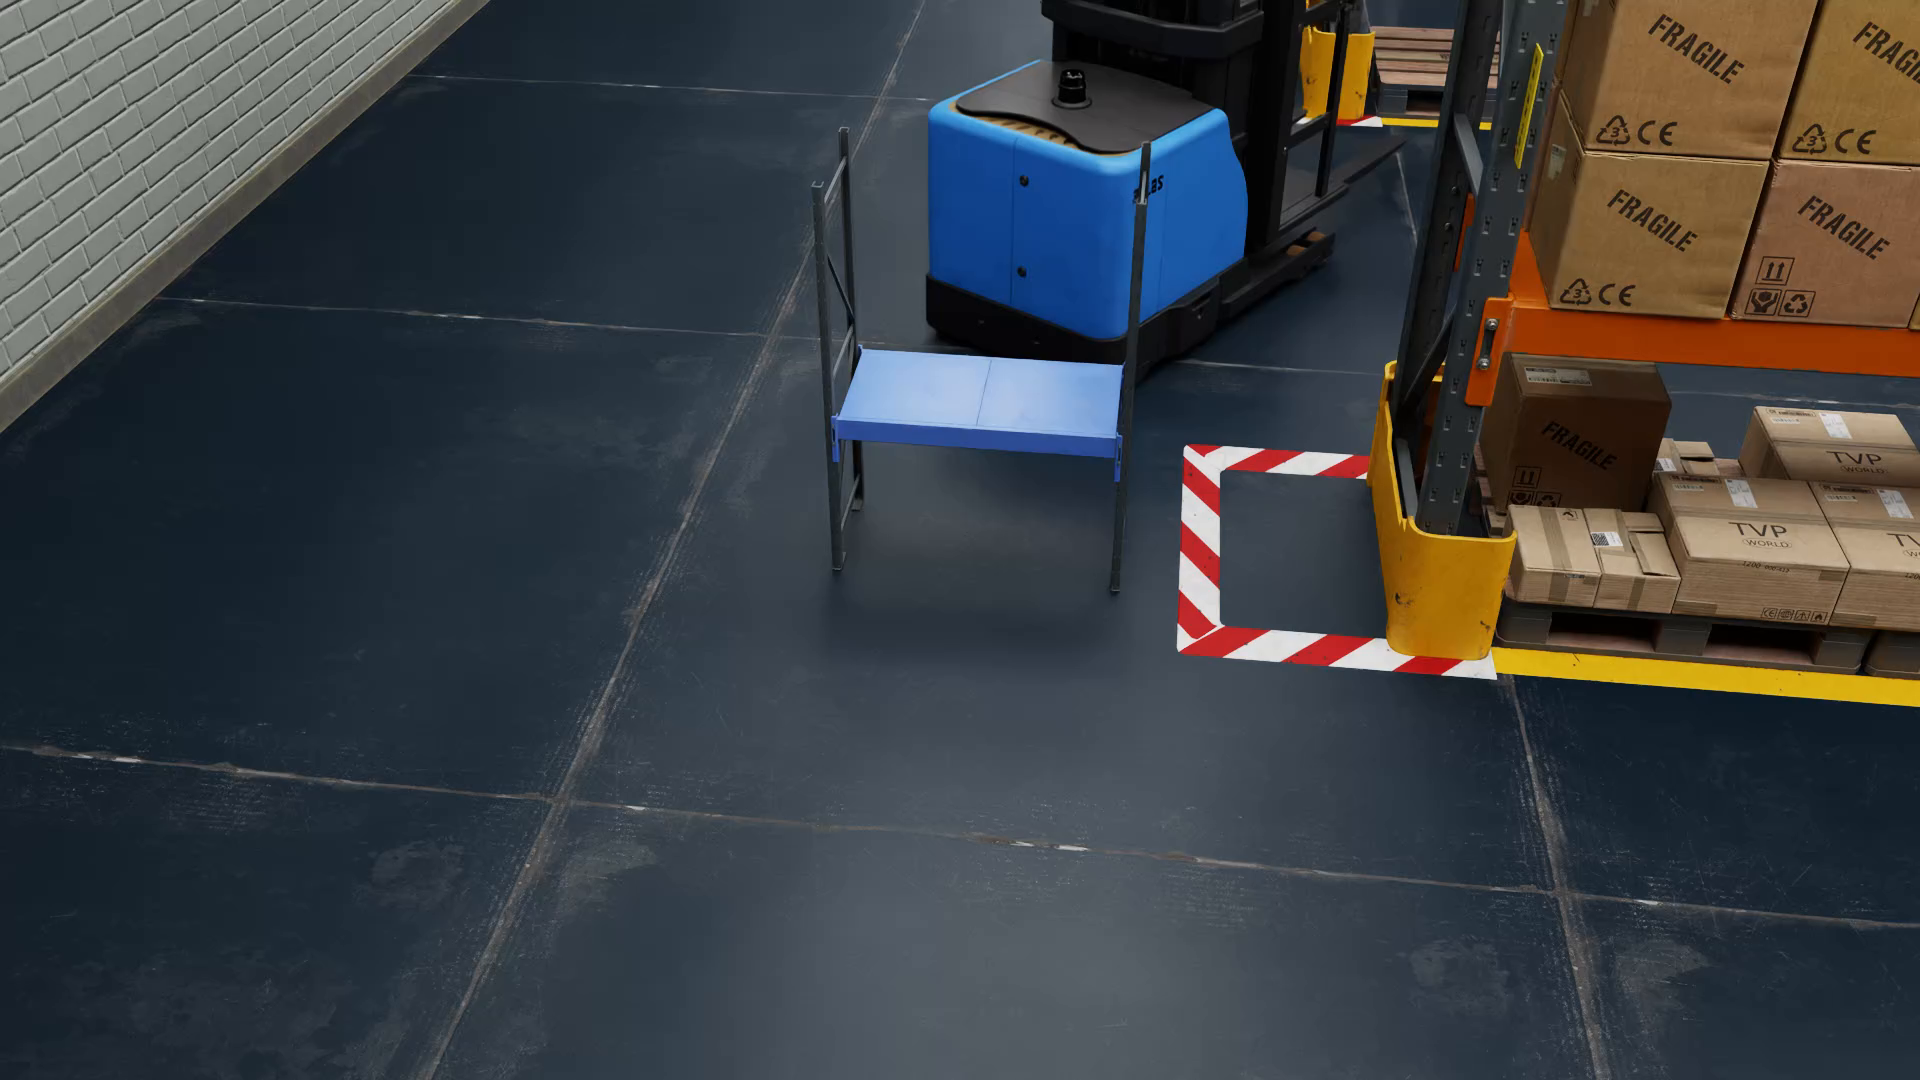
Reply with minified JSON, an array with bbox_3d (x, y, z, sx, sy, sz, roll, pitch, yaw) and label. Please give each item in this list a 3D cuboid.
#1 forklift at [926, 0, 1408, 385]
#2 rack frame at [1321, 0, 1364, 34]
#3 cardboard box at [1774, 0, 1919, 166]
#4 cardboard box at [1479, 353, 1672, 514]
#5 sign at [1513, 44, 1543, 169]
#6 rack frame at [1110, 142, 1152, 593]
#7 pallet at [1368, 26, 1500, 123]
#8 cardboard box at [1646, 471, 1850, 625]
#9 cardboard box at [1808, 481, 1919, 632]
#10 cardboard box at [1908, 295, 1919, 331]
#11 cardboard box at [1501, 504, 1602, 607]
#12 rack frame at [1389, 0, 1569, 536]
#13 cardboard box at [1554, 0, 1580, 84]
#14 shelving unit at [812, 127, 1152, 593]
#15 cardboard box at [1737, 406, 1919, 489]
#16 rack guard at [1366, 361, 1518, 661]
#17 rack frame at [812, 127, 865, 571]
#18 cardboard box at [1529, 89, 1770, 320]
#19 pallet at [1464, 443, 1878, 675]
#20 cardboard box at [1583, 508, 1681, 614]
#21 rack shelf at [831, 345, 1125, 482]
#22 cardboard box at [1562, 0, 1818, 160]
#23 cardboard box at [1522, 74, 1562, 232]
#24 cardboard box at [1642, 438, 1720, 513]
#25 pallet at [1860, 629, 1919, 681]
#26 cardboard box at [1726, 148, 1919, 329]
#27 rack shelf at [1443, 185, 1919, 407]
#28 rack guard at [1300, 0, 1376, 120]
[{"bbox_3d":[1.173,-2.607,7.380,1.130,2.935,3.031,26,43,31],"label":"forklift"},{"bbox_3d":[2.276,-4.013,9.291,0.127,3.000,1.000,4,36,6],"label":"rack frame"},{"bbox_3d":[2.567,-1.388,4.666,0.500,0.500,0.500,5,36,6],"label":"cardboard box"},{"bbox_3d":[2.212,-0.423,6.034,0.500,0.500,0.500,4,36,6],"label":"cardboard box"},{"bbox_3d":[1.572,-1.199,4.603,0.005,0.325,0.100,4,36,6],"label":"sign"},{"bbox_3d":[0.589,-0.567,5.753,0.032,1.500,0.500,4,36,6],"label":"rack frame"},{"bbox_3d":[3.089,-2.795,9.985,1.213,0.211,1.003,4,36,6],"label":"pallet"},{"bbox_3d":[2.640,0.021,5.626,0.500,0.250,0.500,4,36,6],"label":"cardboard box"},{"bbox_3d":[3.136,0.058,5.575,0.500,0.250,0.500,4,36,6],"label":"cardboard box"},{"bbox_3d":[3.057,-0.942,4.901,0.500,0.500,0.500,4,36,6],"label":"cardboard box"},{"bbox_3d":[2.013,0.051,5.672,0.250,0.149,0.380,4,36,6],"label":"cardboard box"},{"bbox_3d":[1.641,-1.160,5.293,0.127,3.000,1.000,4,36,6],"label":"rack frame"},{"bbox_3d":[2.117,-1.733,5.149,0.500,0.500,0.500,4,36,6],"label":"cardboard box"},{"bbox_3d":[0.085,-0.604,5.805,1.048,1.500,0.538,4,36,6],"label":"shelving unit"},{"bbox_3d":[3.150,-0.234,5.983,0.500,0.250,0.500,4,36,6],"label":"cardboard box"},{"bbox_3d":[1.716,-0.137,6.011,0.348,0.500,1.175,4,36,6],"label":"rack guard"},{"bbox_3d":[-0.420,-0.642,5.858,0.032,1.500,0.500,4,36,6],"label":"rack frame"},{"bbox_3d":[2.048,-1.016,5.005,0.500,0.500,0.500,5,36,7],"label":"cardboard box"},{"bbox_3d":[2.507,0.040,6.013,1.213,0.211,1.003,4,36,6],"label":"pallet"},{"bbox_3d":[2.260,0.062,5.641,0.250,0.166,0.380,4,36,6],"label":"cardboard box"},{"bbox_3d":[0.085,-0.458,5.910,1.000,0.185,0.538,4,36,6],"label":"rack shelf"},{"bbox_3d":[2.048,-1.423,4.714,0.500,0.500,0.500,5,36,7],"label":"cardboard box"},{"bbox_3d":[2.120,-1.324,5.437,0.500,0.500,0.500,5,36,7],"label":"cardboard box"},{"bbox_3d":[2.602,-0.205,6.016,0.250,0.166,0.380,4,36,6],"label":"cardboard box"},{"bbox_3d":[3.714,0.131,5.885,1.213,0.211,1.003,4,36,6],"label":"pallet"},{"bbox_3d":[2.560,-0.980,4.956,0.500,0.500,0.500,4,36,5],"label":"cardboard box"},{"bbox_3d":[3.625,-0.719,5.294,4.000,0.370,1.077,4,36,6],"label":"rack shelf"},{"bbox_3d":[2.250,-2.990,10.010,0.348,0.500,1.175,4,36,6],"label":"rack guard"}]
